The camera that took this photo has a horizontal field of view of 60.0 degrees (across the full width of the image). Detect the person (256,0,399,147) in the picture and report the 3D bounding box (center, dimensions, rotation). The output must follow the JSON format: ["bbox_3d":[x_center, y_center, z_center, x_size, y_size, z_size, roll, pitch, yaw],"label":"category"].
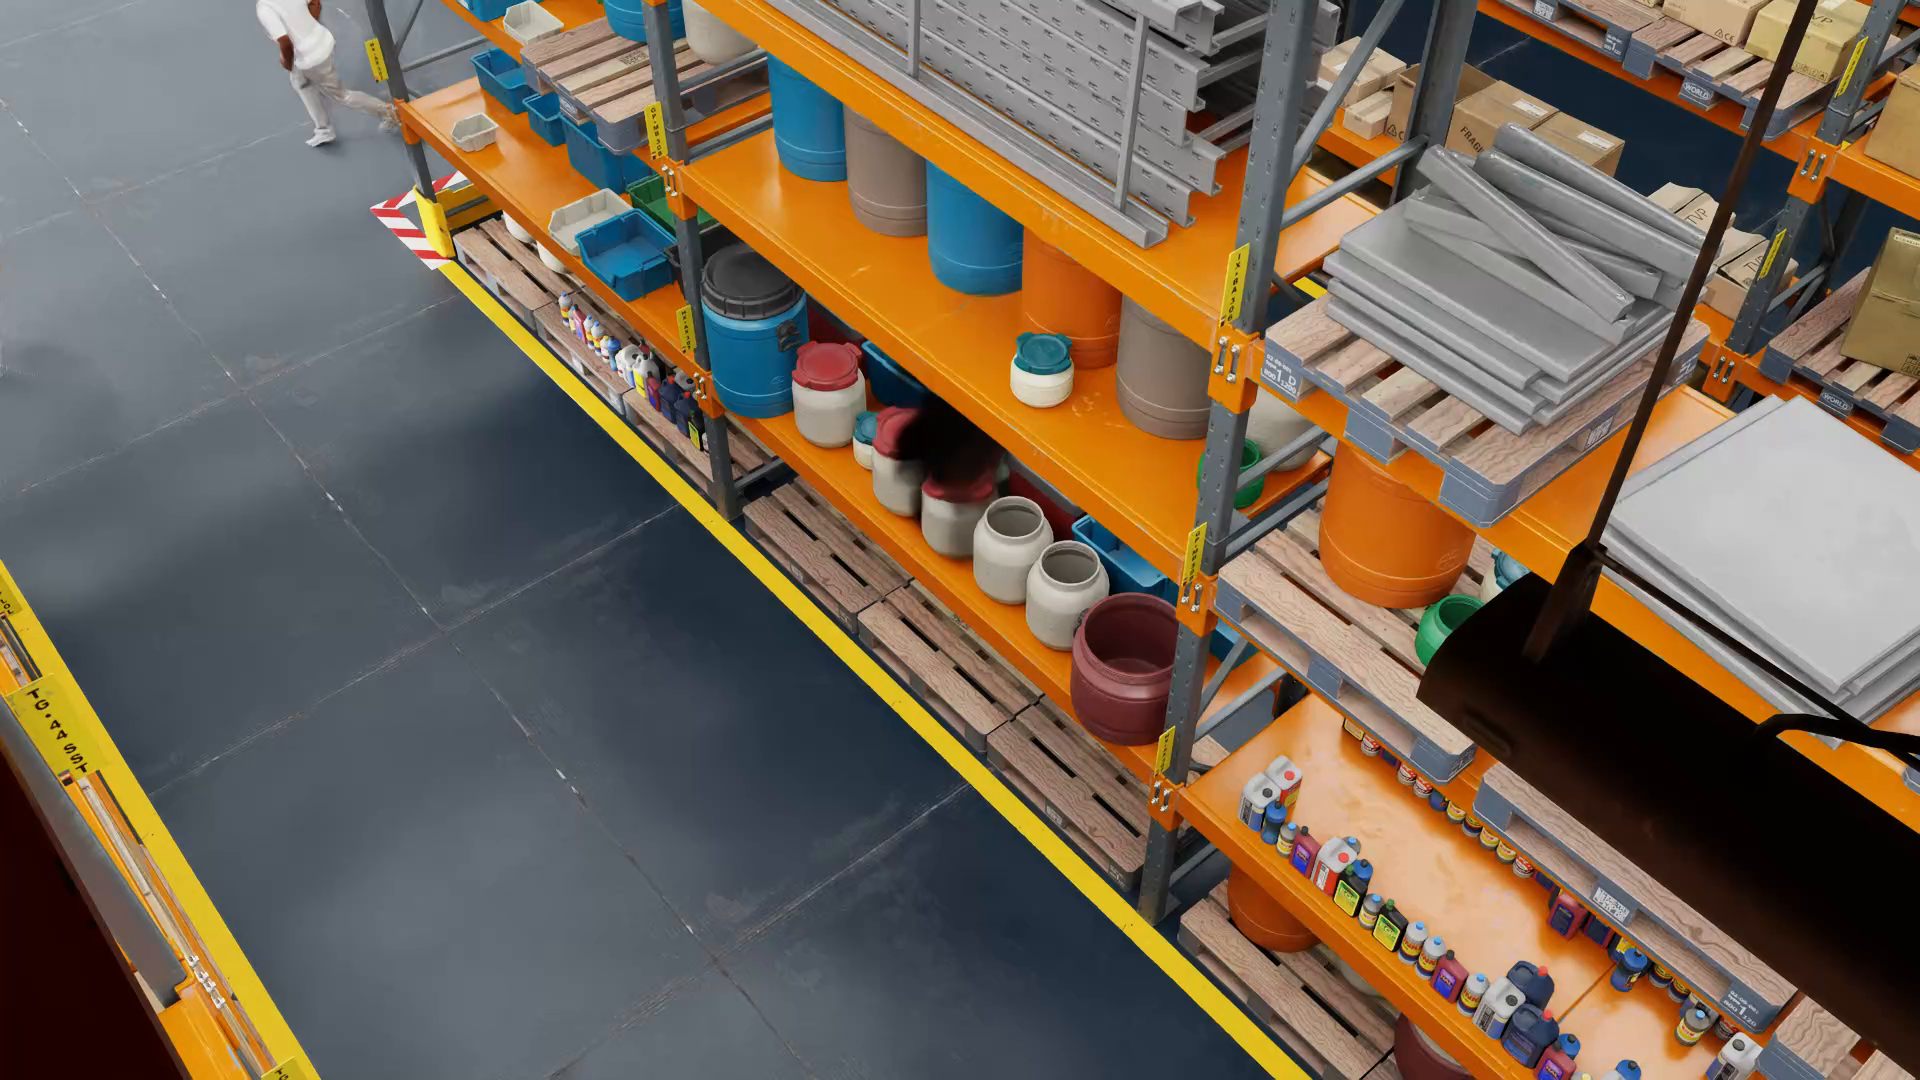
[{"bbox_3d":[-5.246,-3.955,13.652,1.071,1.658,0.677,1,47,1],"label":"person"}]
